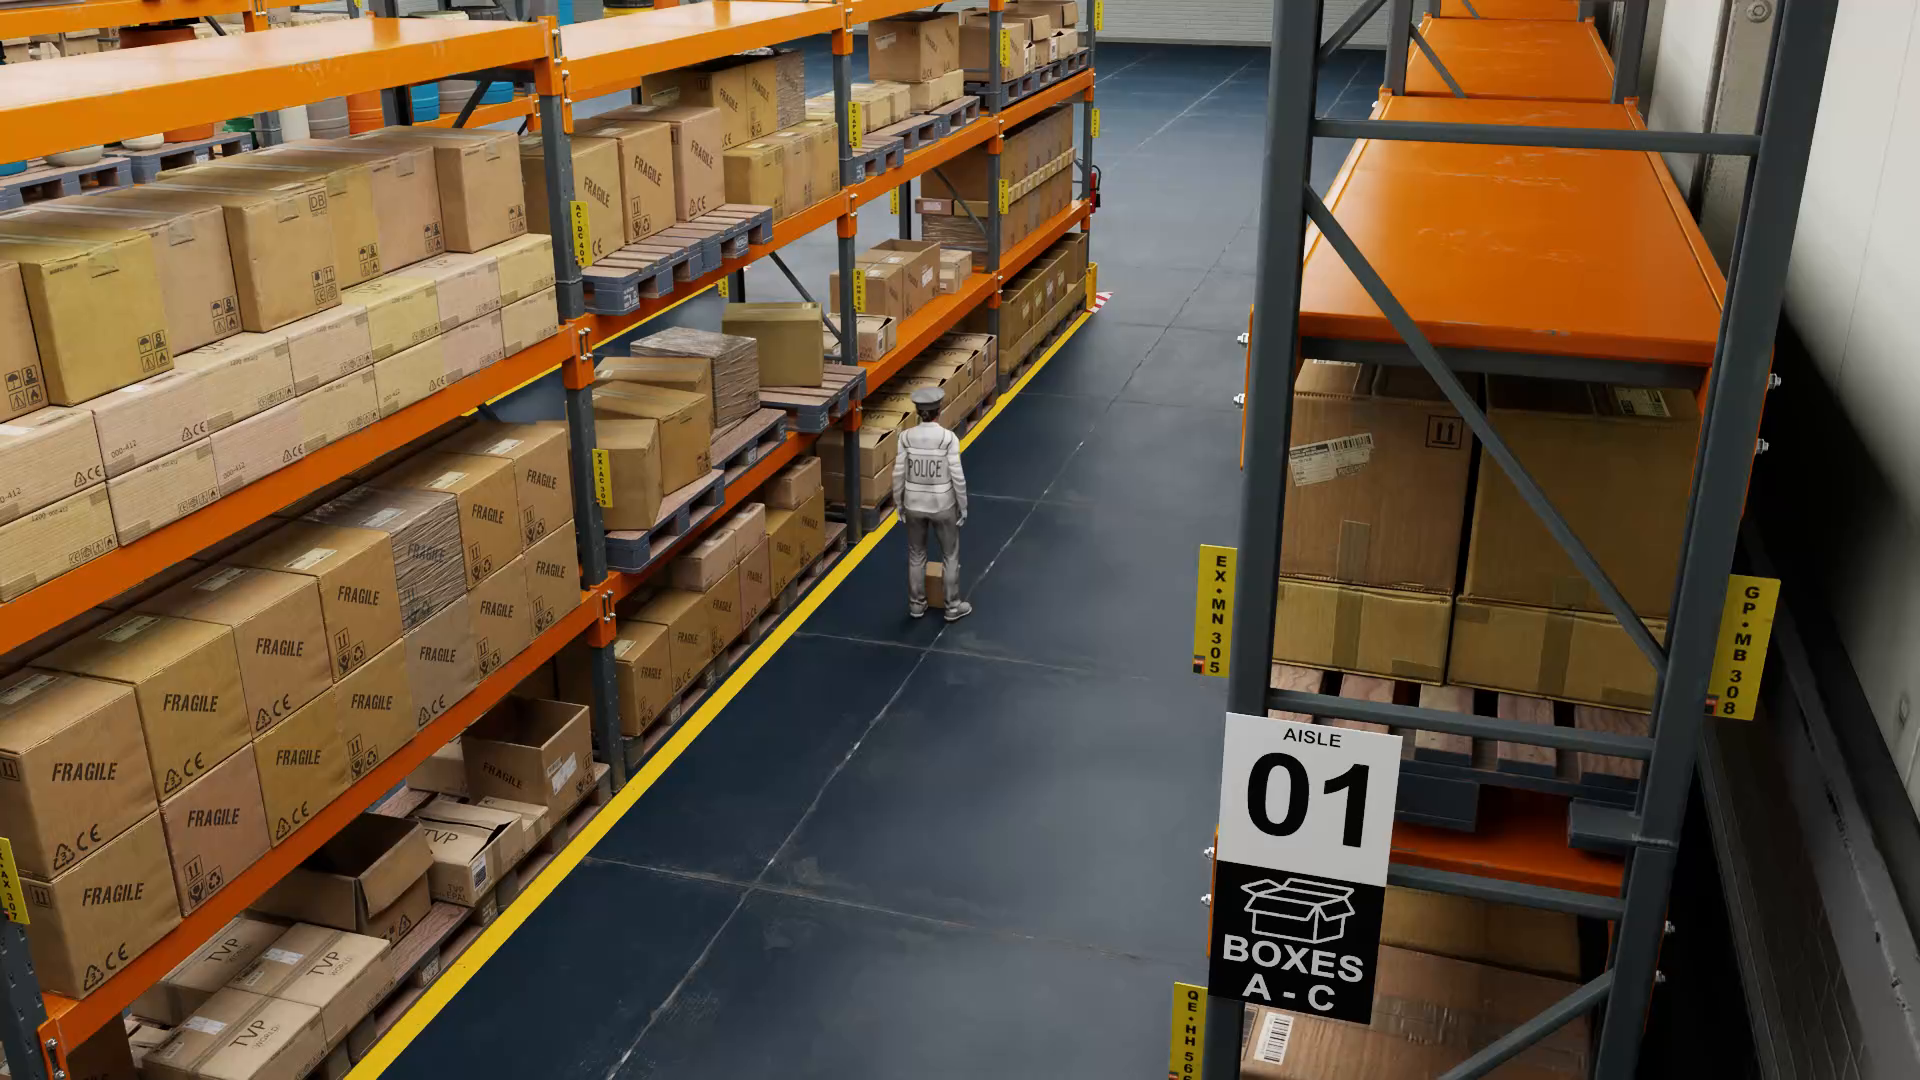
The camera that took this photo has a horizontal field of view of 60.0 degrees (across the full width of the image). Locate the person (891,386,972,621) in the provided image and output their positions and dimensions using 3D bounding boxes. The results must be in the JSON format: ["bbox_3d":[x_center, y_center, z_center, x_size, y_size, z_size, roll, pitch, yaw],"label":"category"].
[{"bbox_3d":[-0.206,-0.235,11.664,0.546,1.663,0.376,5,23,12],"label":"person"}]
